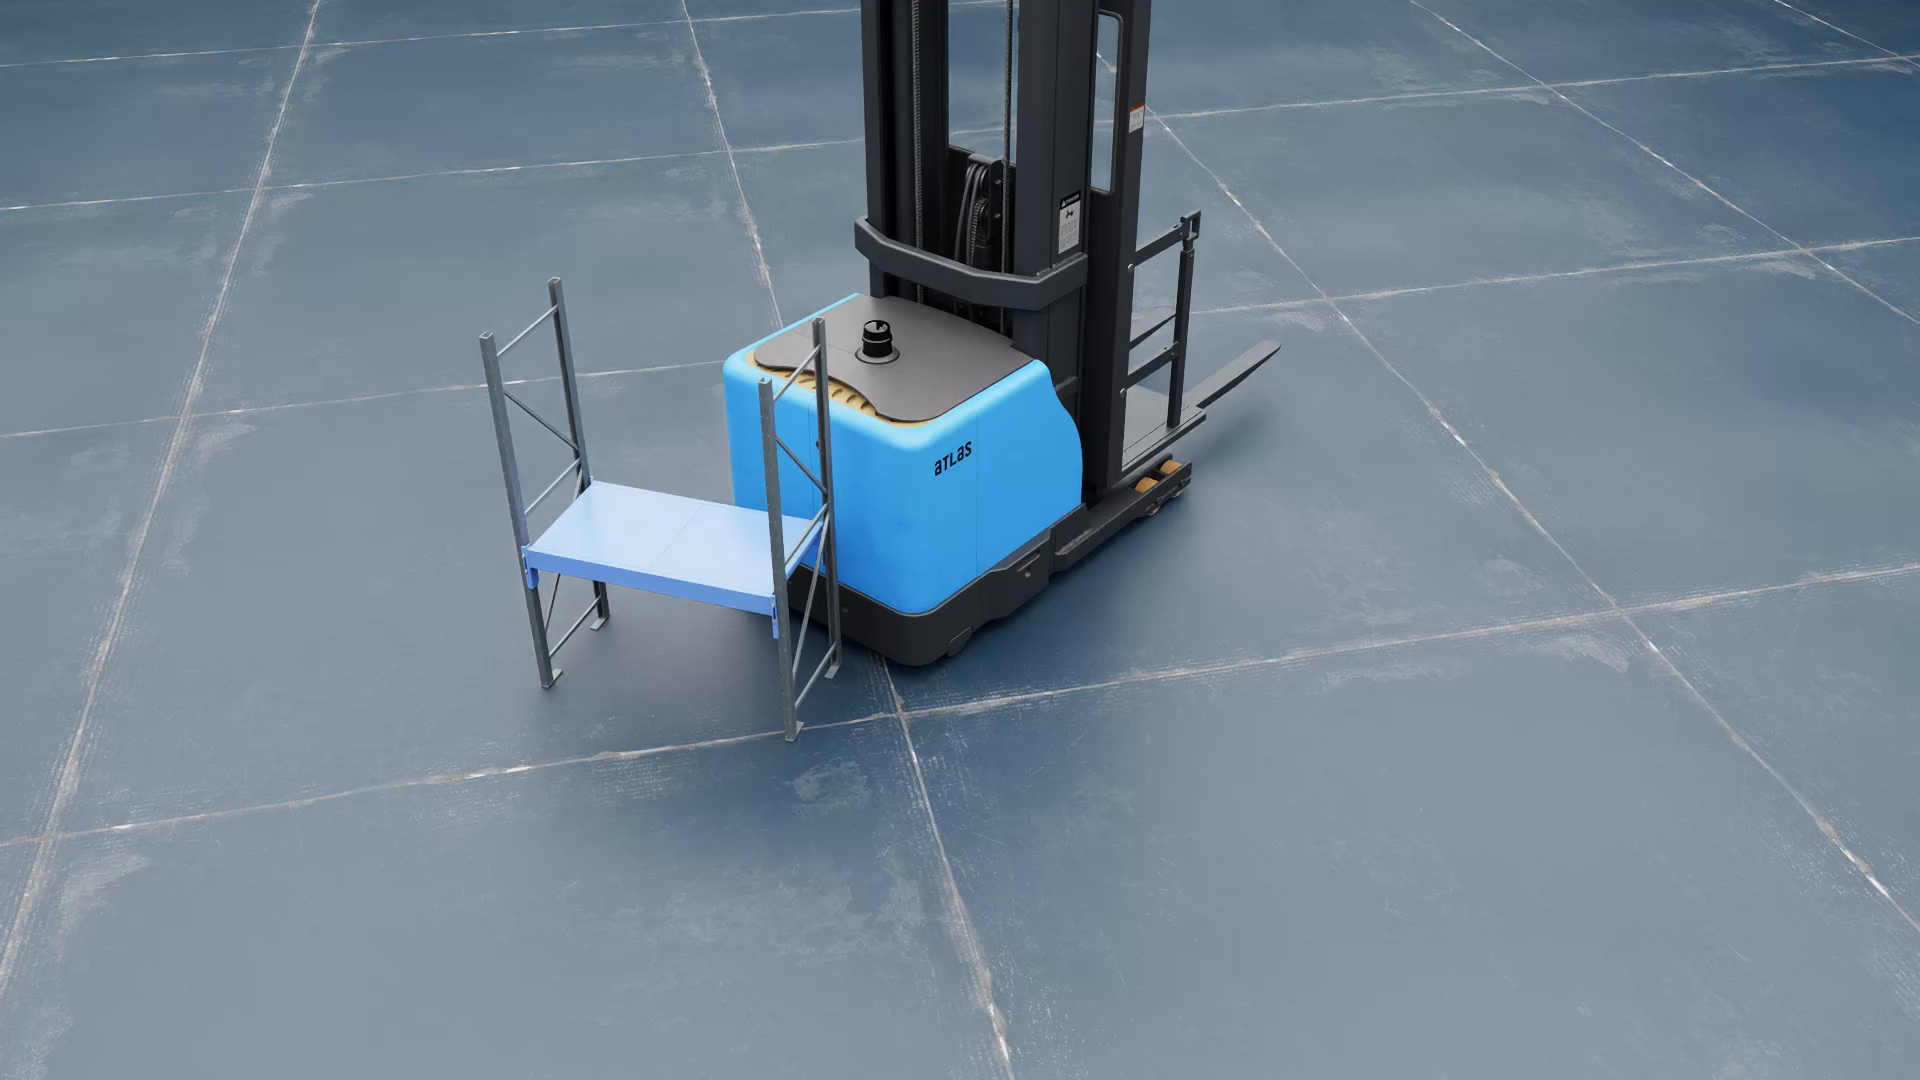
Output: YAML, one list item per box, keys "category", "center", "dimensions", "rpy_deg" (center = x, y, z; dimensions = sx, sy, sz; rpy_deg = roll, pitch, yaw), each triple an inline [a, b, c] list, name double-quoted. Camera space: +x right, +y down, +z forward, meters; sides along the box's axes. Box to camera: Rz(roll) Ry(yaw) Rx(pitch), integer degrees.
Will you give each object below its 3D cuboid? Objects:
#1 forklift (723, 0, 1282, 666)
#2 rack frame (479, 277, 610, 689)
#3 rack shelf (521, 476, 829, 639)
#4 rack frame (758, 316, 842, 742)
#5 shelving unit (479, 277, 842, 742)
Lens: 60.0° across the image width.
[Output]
- category: "forklift"
  center: [0.395, -1.485, 6.833]
  dimensions: [1.130, 2.935, 3.031]
  rpy_deg: [25, 41, 32]
- category: "rack frame"
  center: [-1.521, -0.186, 6.181]
  dimensions: [0.032, 1.500, 0.500]
  rpy_deg: [10, 35, 15]
- category: "rack shelf"
  center: [-1.037, 0.051, 6.151]
  dimensions: [1.000, 0.185, 0.538]
  rpy_deg: [10, 35, 15]
- category: "rack frame"
  center: [-0.554, -0.010, 5.920]
  dimensions: [0.032, 1.500, 0.500]
  rpy_deg: [10, 35, 15]
- category: "shelving unit"
  center: [-1.037, -0.098, 6.050]
  dimensions: [1.048, 1.500, 0.538]
  rpy_deg: [10, 35, 15]
